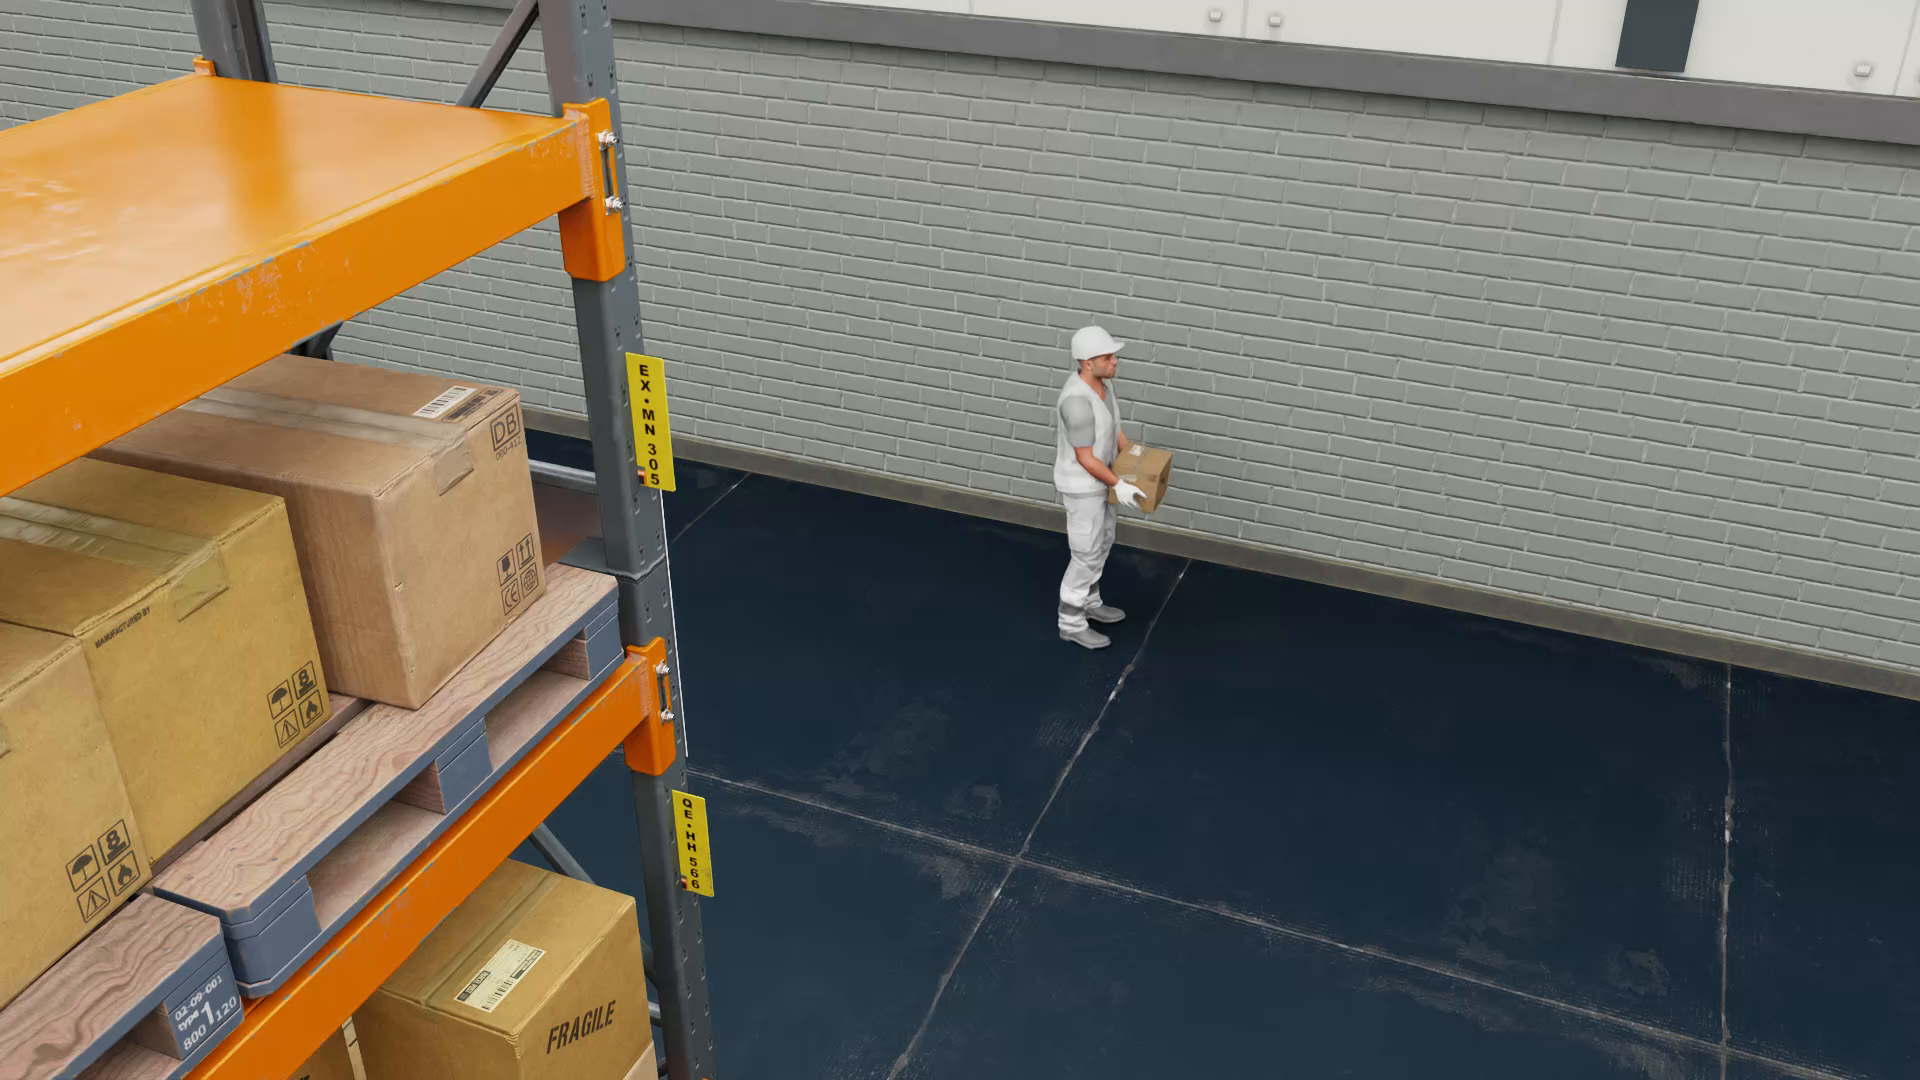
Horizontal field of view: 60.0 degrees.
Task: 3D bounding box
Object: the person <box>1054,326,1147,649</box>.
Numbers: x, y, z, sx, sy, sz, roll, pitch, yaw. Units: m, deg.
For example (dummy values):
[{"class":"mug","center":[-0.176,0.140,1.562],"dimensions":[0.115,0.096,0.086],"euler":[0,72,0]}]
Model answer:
[{"class":"person","center":[0.779,-0.283,8.874],"dimensions":[0.529,1.794,0.524],"euler":[11,31,19]}]
